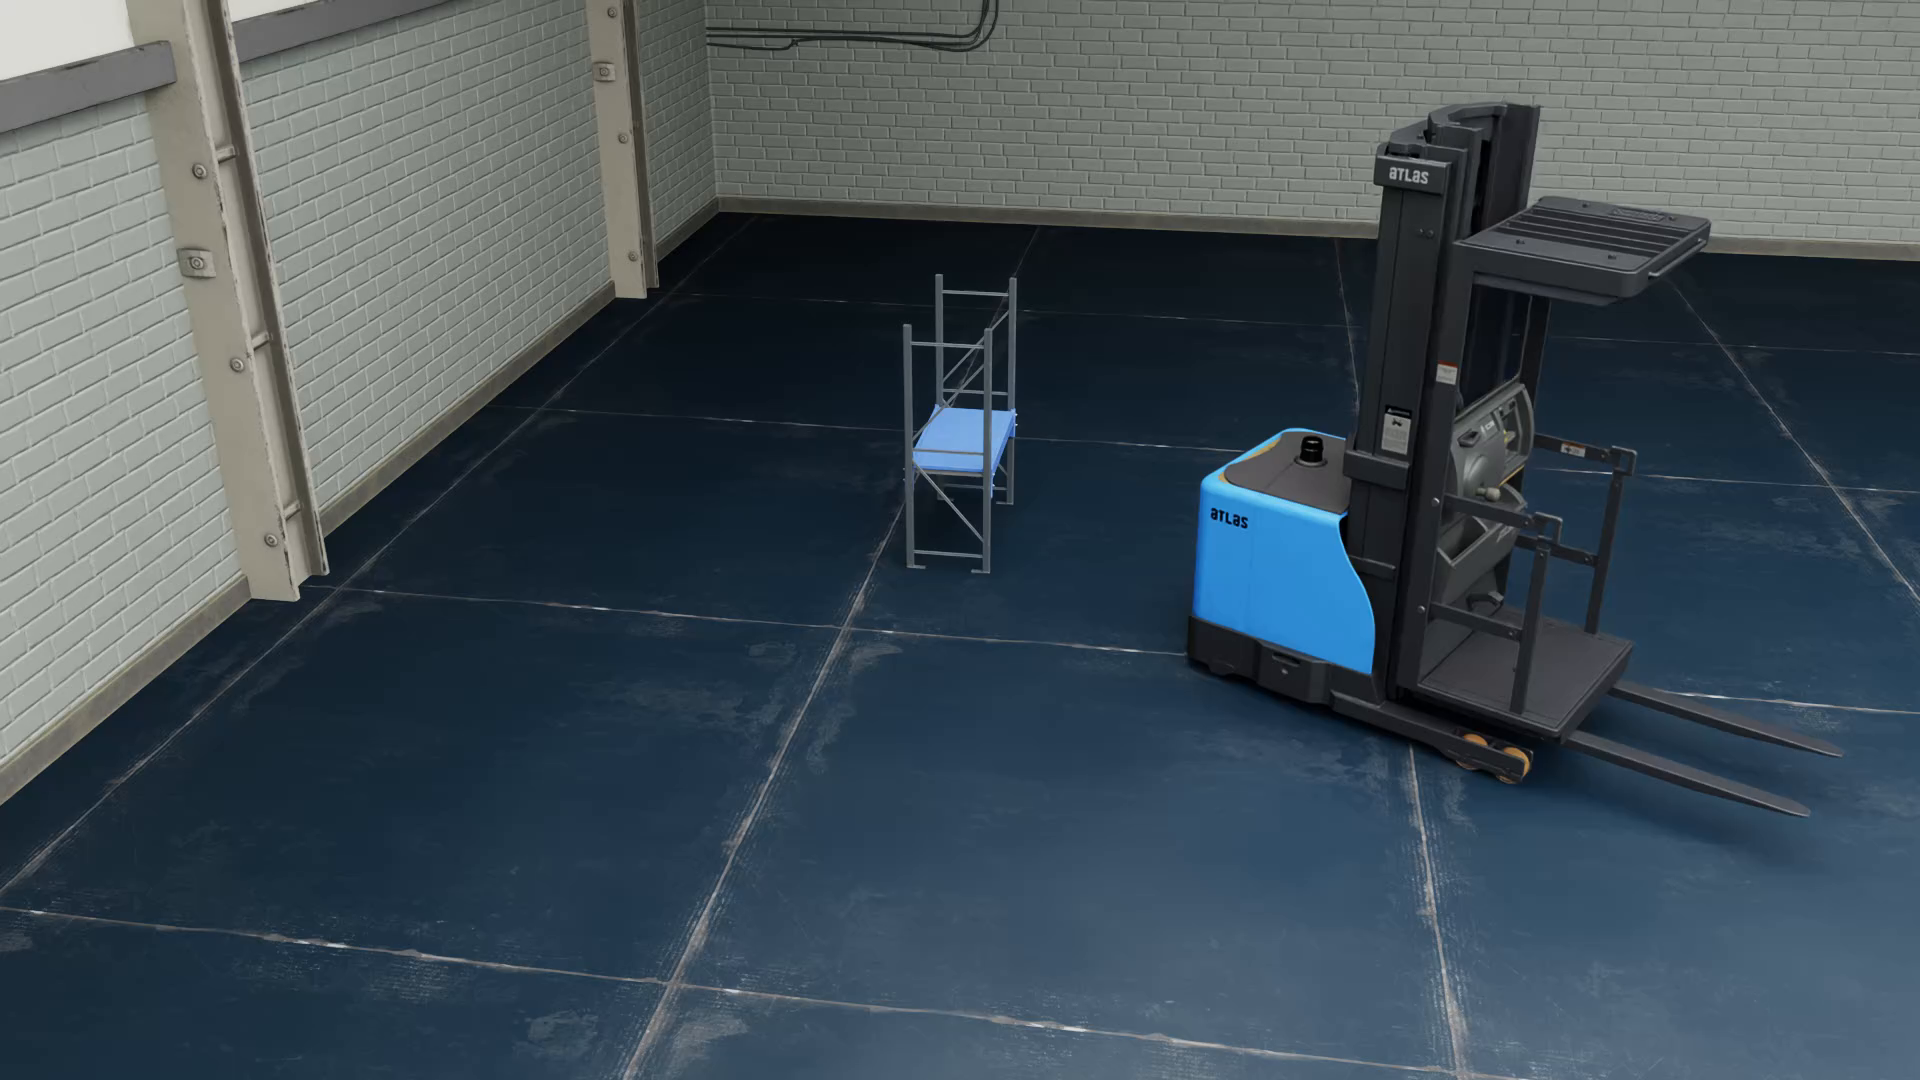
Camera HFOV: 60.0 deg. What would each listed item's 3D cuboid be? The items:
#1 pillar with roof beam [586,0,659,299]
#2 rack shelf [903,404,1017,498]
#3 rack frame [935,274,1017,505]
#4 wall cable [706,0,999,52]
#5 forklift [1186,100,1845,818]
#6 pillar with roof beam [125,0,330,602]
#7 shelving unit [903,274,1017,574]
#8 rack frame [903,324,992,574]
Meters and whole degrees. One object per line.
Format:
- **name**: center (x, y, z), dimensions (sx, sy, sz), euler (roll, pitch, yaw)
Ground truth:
- **pillar with roof beam**: center (1.313, -6.028, 12.514), dimensions (9.100, 9.000, 0.400), euler (4, 25, 9)
- **rack shelf**: center (0.014, -0.552, 10.085), dimensions (0.538, 0.185, 1.000), euler (4, 25, 9)
- **rack frame**: center (0.097, -0.928, 10.462), dimensions (0.500, 1.500, 0.032), euler (4, 25, 9)
- **wall cable**: center (-1.149, -6.061, 16.246), dimensions (3.097, 2.526, 0.112), euler (4, 25, 9)
- **forklift**: center (2.672, -0.438, 7.729), dimensions (3.031, 2.935, 1.130), euler (18, 31, 34)
- **pillar with roof beam**: center (0.332, -3.519, 7.153), dimensions (9.100, 9.000, 0.400), euler (4, 25, 9)
- **shelving unit**: center (0.014, -0.715, 10.008), dimensions (0.538, 1.500, 1.048), euler (4, 25, 9)
- **rack frame**: center (-0.069, -0.502, 9.554), dimensions (0.500, 1.500, 0.032), euler (4, 25, 9)
